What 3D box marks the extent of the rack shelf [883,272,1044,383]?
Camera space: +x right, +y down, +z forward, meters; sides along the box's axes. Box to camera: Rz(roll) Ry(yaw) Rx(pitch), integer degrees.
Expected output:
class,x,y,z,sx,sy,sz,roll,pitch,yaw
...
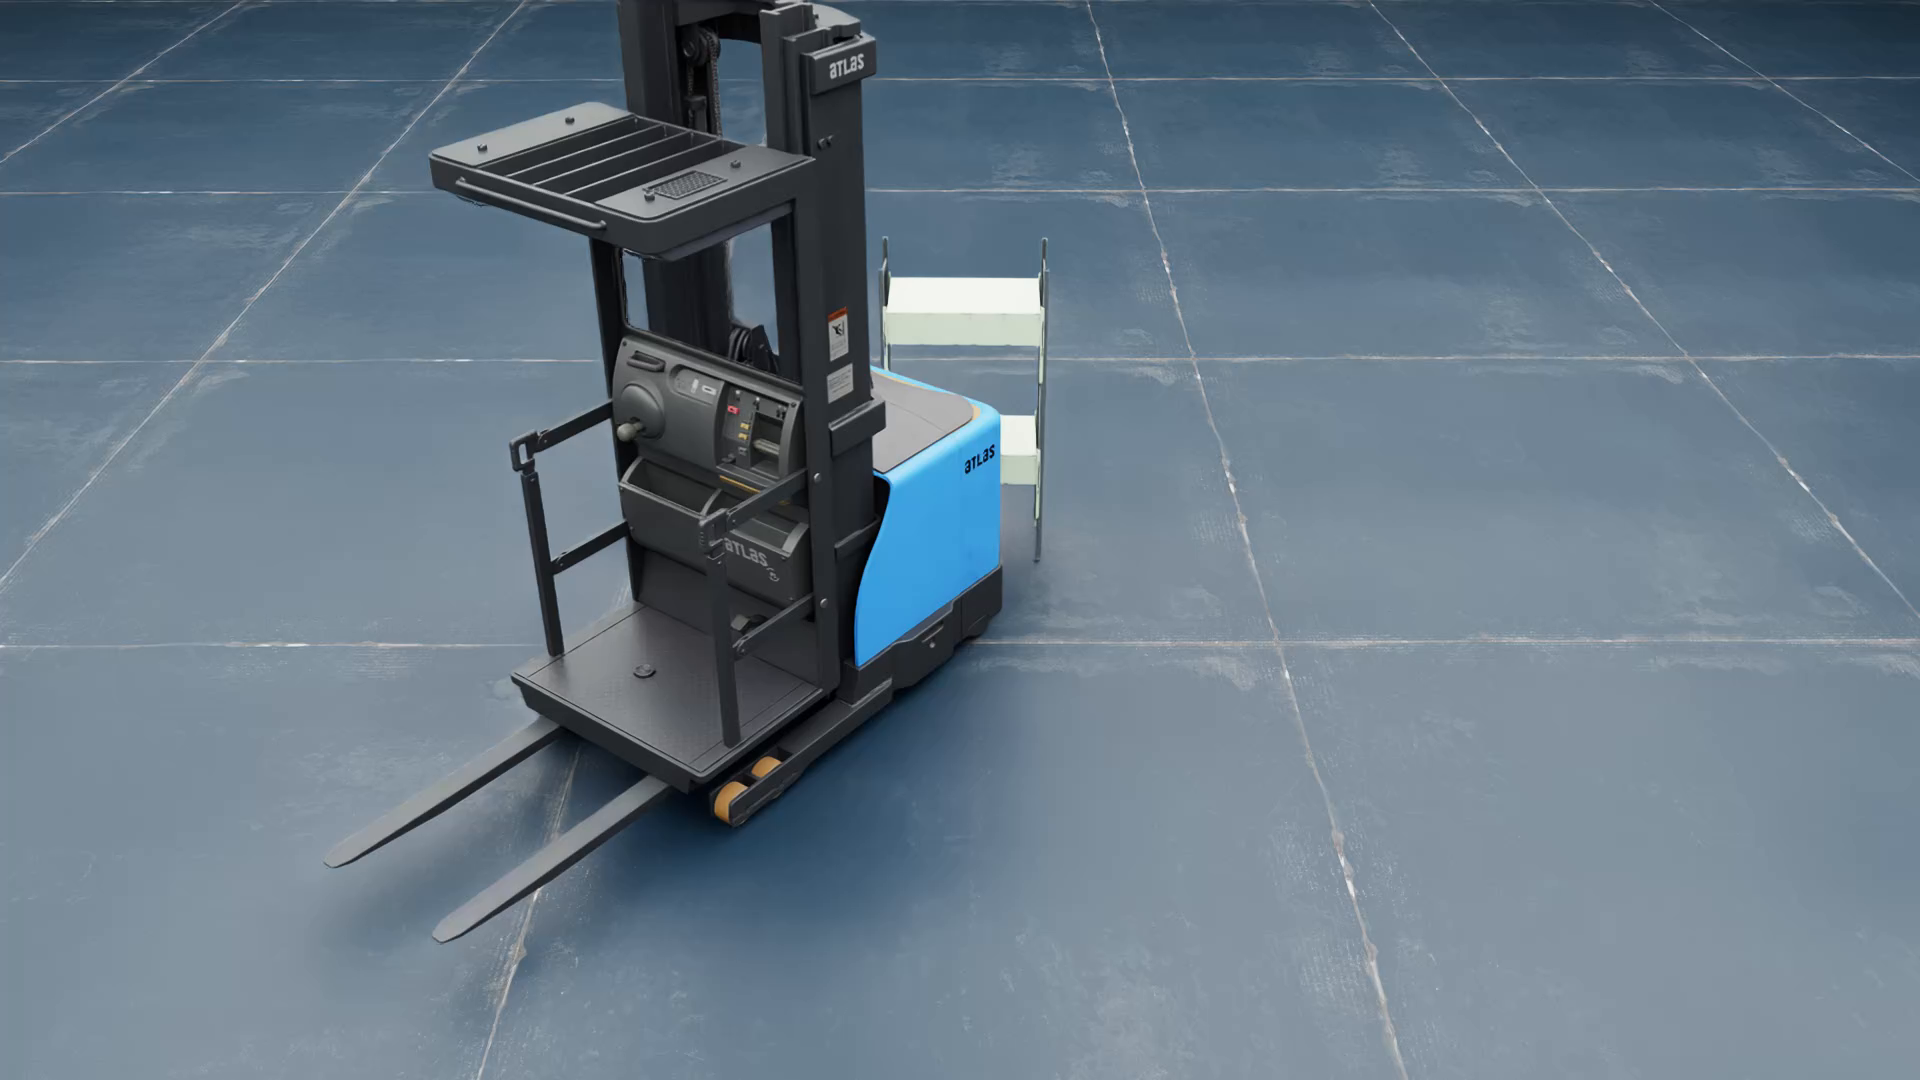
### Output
class,x,y,z,sx,sy,sz,roll,pitch,yaw
rack shelf,0.019,-0.982,7.670,0.720,0.370,0.431,0,31,1

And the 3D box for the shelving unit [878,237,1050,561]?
class,x,y,z,sx,sy,sz,roll,pitch,yaw
shelving unit,0.019,-0.648,7.872,0.755,1.500,0.431,0,31,1

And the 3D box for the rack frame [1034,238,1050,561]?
class,x,y,z,sx,sy,sz,roll,pitch,yaw
rack frame,0.385,-0.645,7.867,0.023,1.500,0.400,0,31,1

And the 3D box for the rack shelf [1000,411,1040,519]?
class,x,y,z,sx,sy,sz,roll,pitch,yaw
rack shelf,0.019,-0.369,8.041,0.720,0.370,0.431,0,31,1

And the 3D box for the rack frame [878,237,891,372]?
class,x,y,z,sx,sy,sz,roll,pitch,yaw
rack frame,-0.347,-0.651,7.877,0.023,1.500,0.400,0,31,1

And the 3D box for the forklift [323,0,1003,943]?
class,x,y,z,sx,sy,sz,roll,pitch,yaw
forklift,-1.096,-0.439,6.148,1.130,2.935,3.031,21,37,31
